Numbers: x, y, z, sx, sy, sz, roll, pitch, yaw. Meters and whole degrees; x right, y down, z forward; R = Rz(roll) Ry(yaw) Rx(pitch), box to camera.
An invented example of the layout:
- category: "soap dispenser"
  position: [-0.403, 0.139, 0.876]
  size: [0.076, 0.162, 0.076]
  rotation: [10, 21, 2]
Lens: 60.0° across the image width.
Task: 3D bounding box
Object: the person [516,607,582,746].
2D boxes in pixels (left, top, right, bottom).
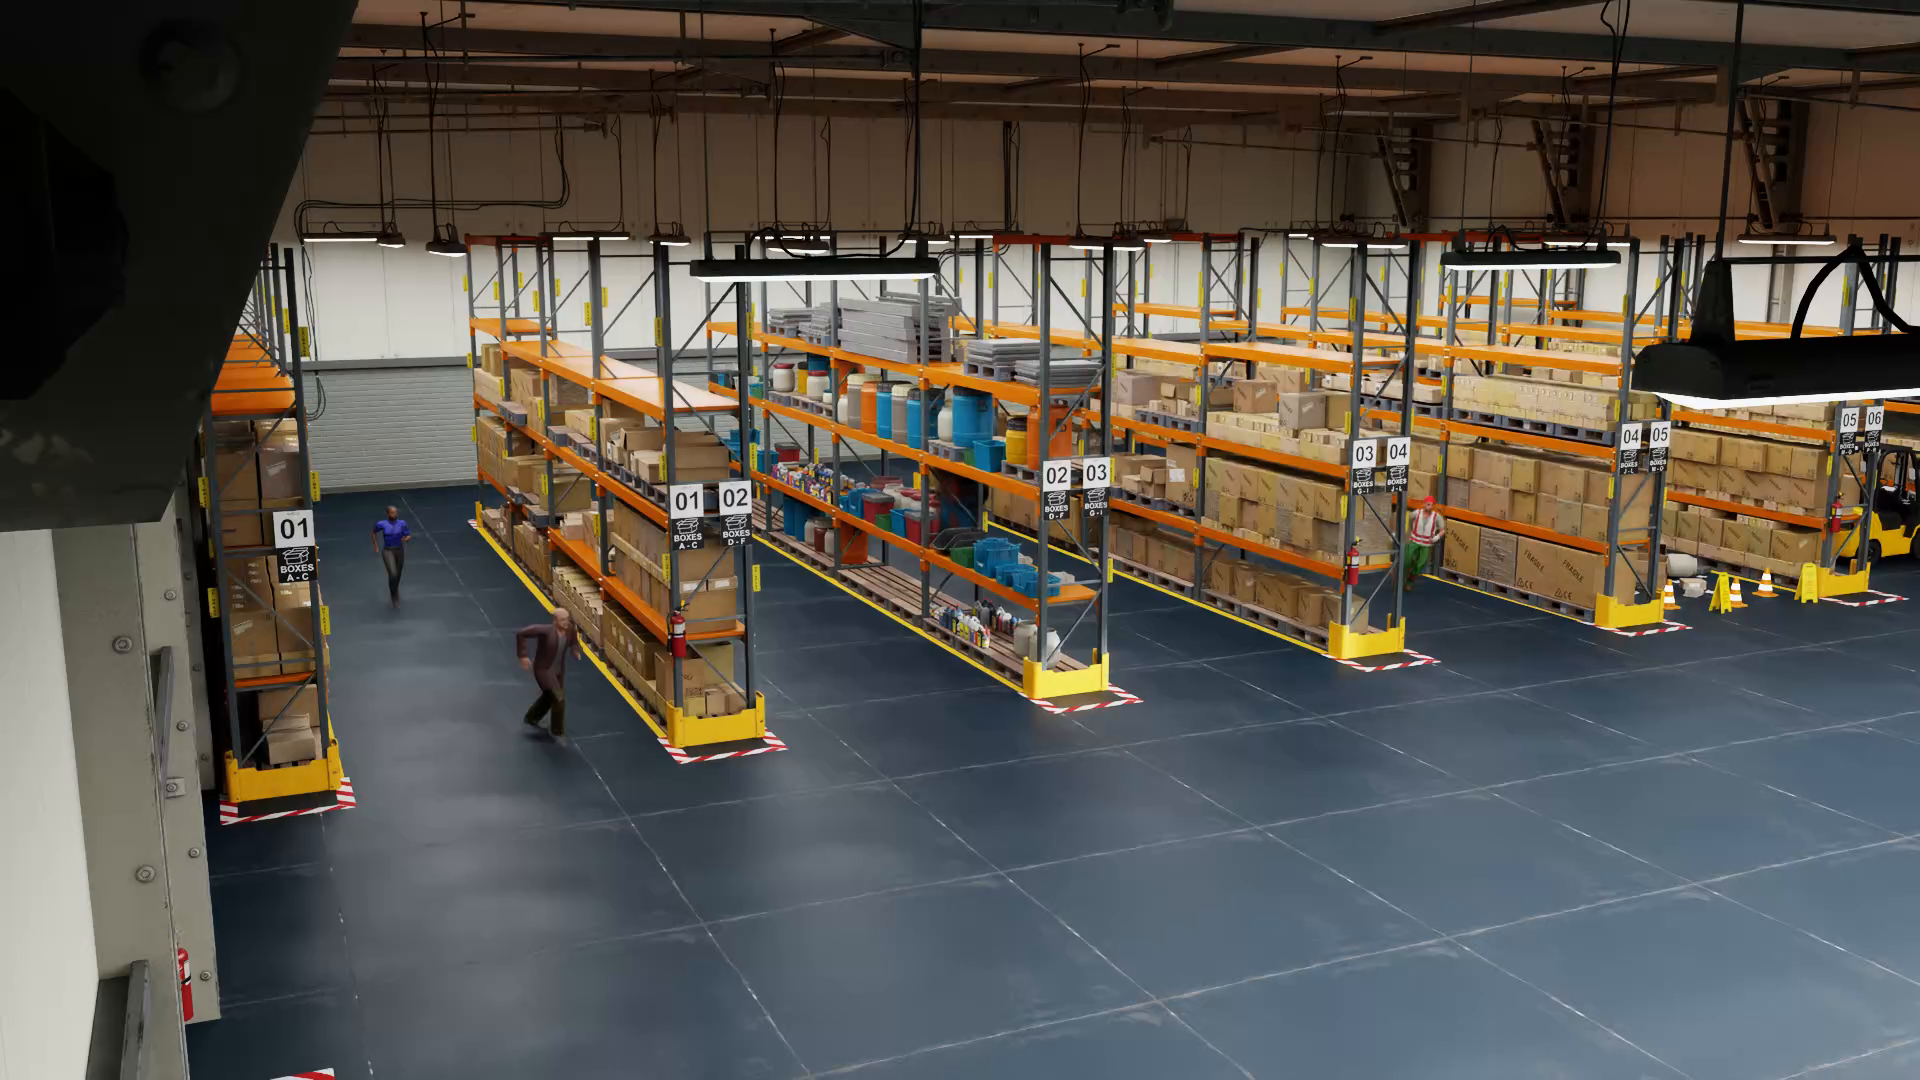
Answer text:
- category: "person"
  position: [-5.028, 1.666, 20.276]
  size: [1.034, 1.796, 0.750]
  rotation: [9, 14, 38]

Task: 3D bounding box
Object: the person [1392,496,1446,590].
- category: "person"
  position: [7.839, 0.065, 28.406]
  size: [0.882, 1.677, 0.616]
  rotation: [2, 11, 12]

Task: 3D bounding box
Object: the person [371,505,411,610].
- category: "person"
  position: [-9.332, 0.275, 27.402]
  size: [0.553, 1.702, 0.824]
  rotation: [-8, 13, -35]
